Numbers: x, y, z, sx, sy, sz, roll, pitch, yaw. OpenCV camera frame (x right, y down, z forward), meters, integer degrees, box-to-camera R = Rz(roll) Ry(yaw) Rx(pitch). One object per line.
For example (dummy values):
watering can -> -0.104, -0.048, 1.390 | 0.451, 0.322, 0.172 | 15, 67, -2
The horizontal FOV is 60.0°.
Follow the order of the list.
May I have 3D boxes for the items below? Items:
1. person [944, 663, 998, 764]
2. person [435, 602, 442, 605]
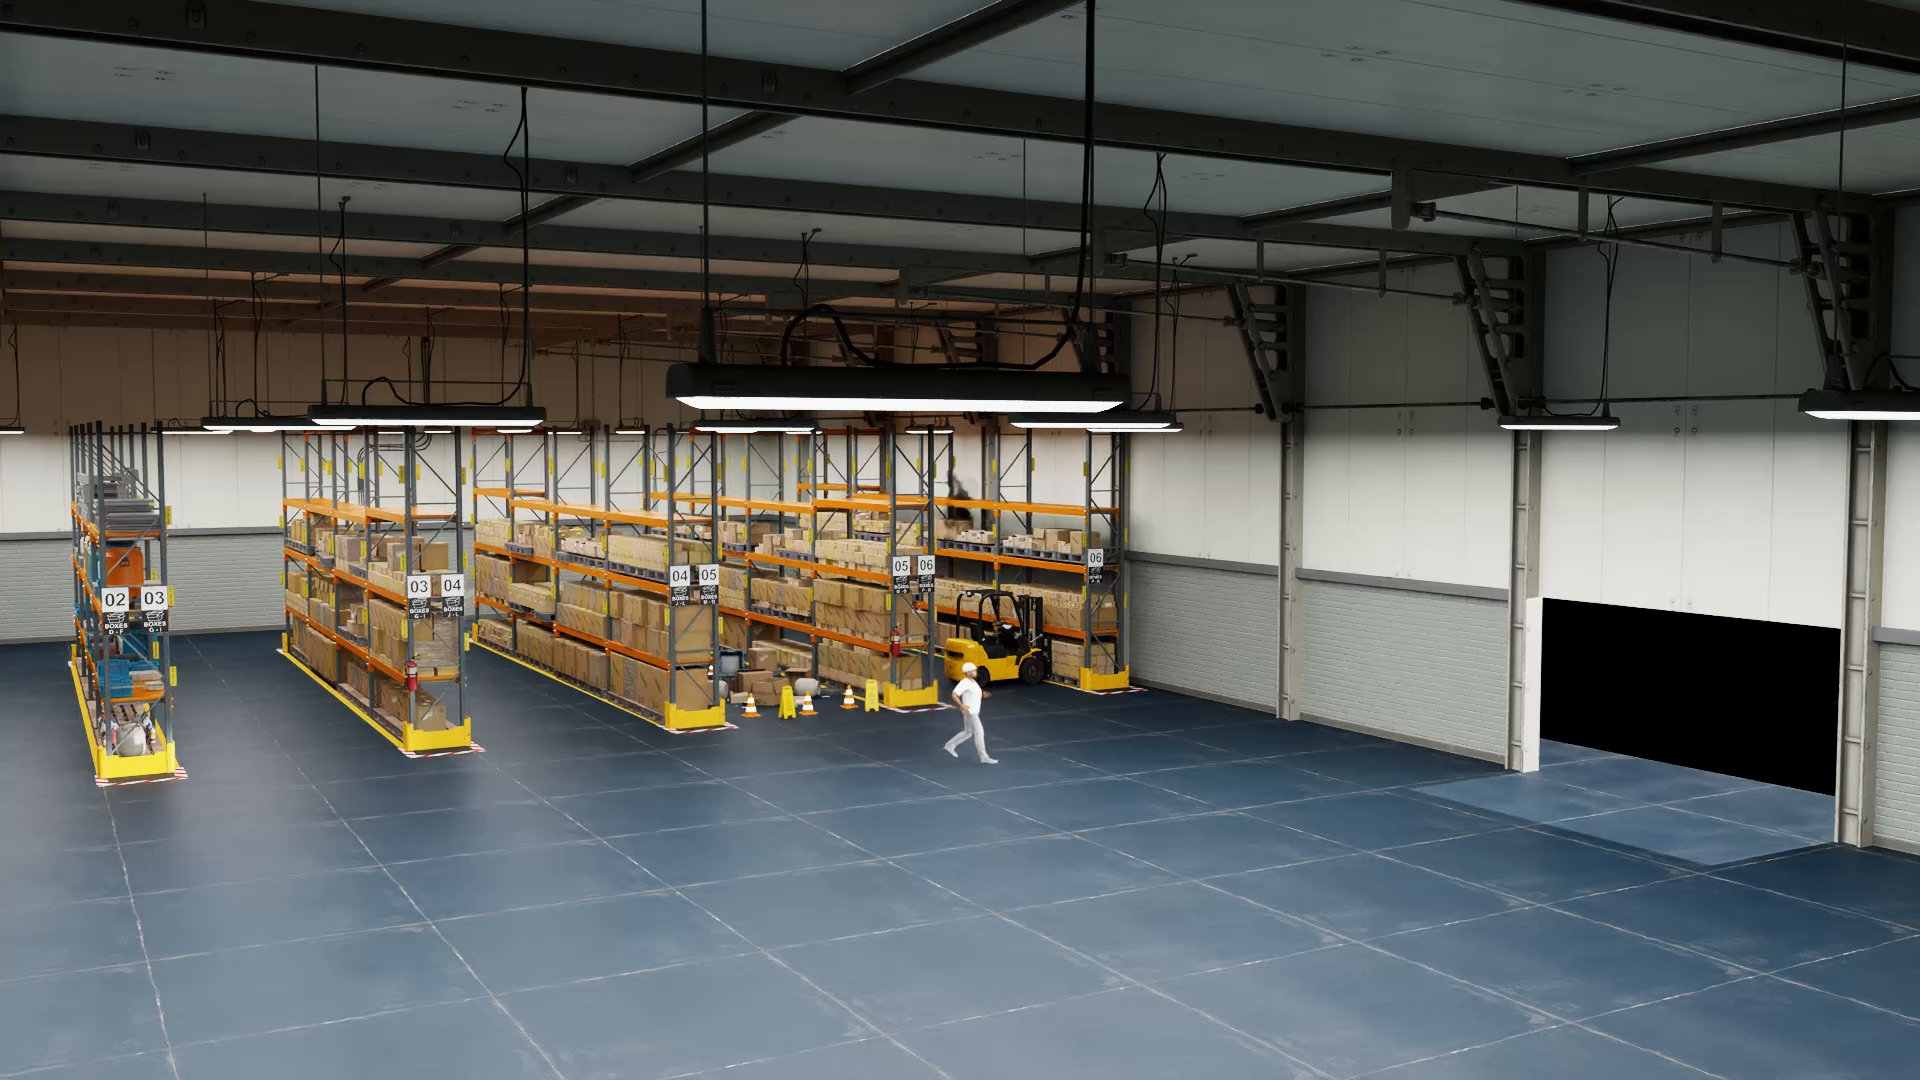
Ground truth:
person -> 0.185, 3.015, 29.098 | 0.992, 1.745, 0.703 | 1, 4, 11
person -> -14.614, 2.035, 45.862 | 0.636, 1.651, 0.914 | 0, 4, 4
